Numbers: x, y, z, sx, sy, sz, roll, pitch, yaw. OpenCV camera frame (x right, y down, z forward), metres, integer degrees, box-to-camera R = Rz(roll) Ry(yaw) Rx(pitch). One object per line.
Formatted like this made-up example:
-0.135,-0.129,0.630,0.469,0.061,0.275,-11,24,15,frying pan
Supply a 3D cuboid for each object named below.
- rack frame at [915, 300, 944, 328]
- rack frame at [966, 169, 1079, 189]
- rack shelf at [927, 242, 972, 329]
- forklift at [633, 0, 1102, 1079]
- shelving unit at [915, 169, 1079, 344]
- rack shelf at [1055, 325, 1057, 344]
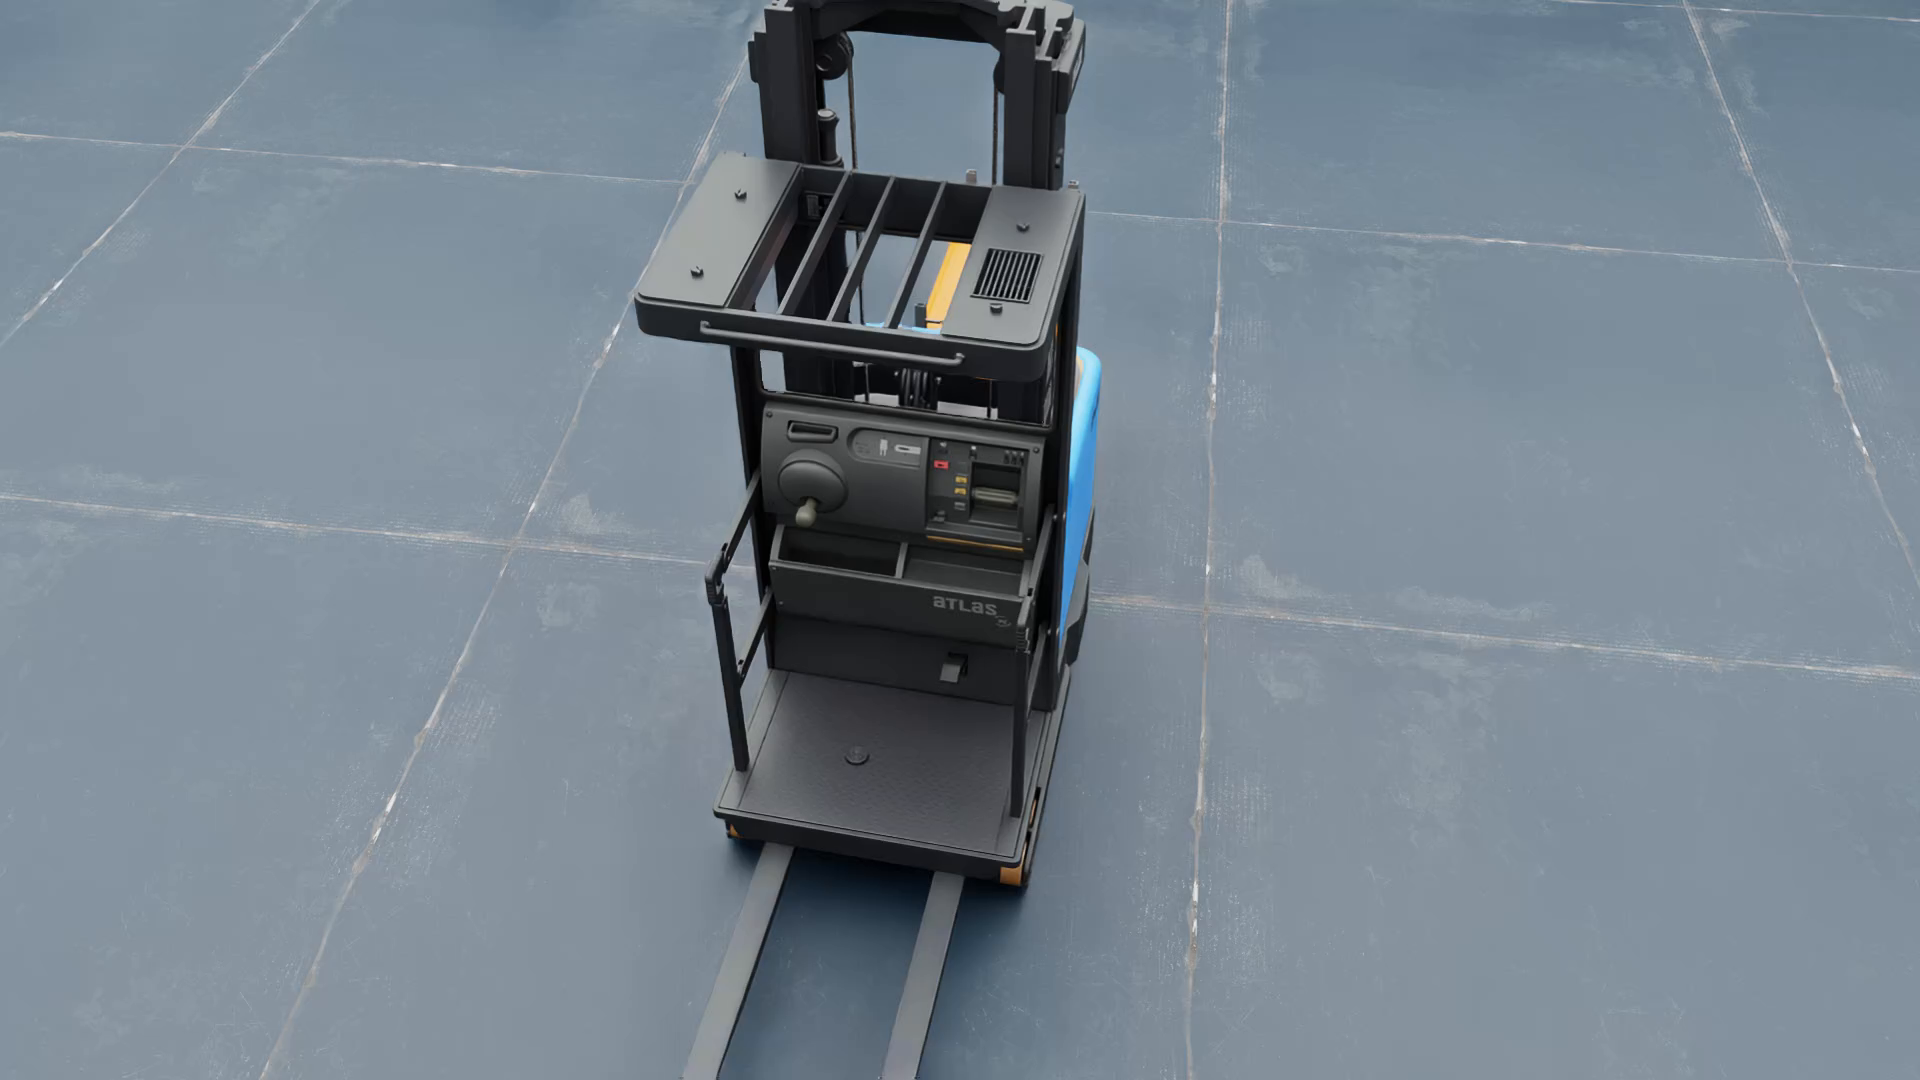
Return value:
0.067,-0.506,6.989,0.500,1.125,0.032,8,44,8,rack frame
0.274,-1.191,7.711,0.500,1.125,0.032,8,44,8,rack frame
0.171,-1.061,7.149,0.538,0.278,1.000,8,44,8,rack shelf
-0.235,-0.111,5.258,1.130,2.935,3.031,8,44,8,forklift
0.171,-0.848,7.350,0.538,1.125,1.048,8,44,8,shelving unit
0.171,-0.671,7.518,0.538,0.278,1.000,8,44,8,rack shelf
